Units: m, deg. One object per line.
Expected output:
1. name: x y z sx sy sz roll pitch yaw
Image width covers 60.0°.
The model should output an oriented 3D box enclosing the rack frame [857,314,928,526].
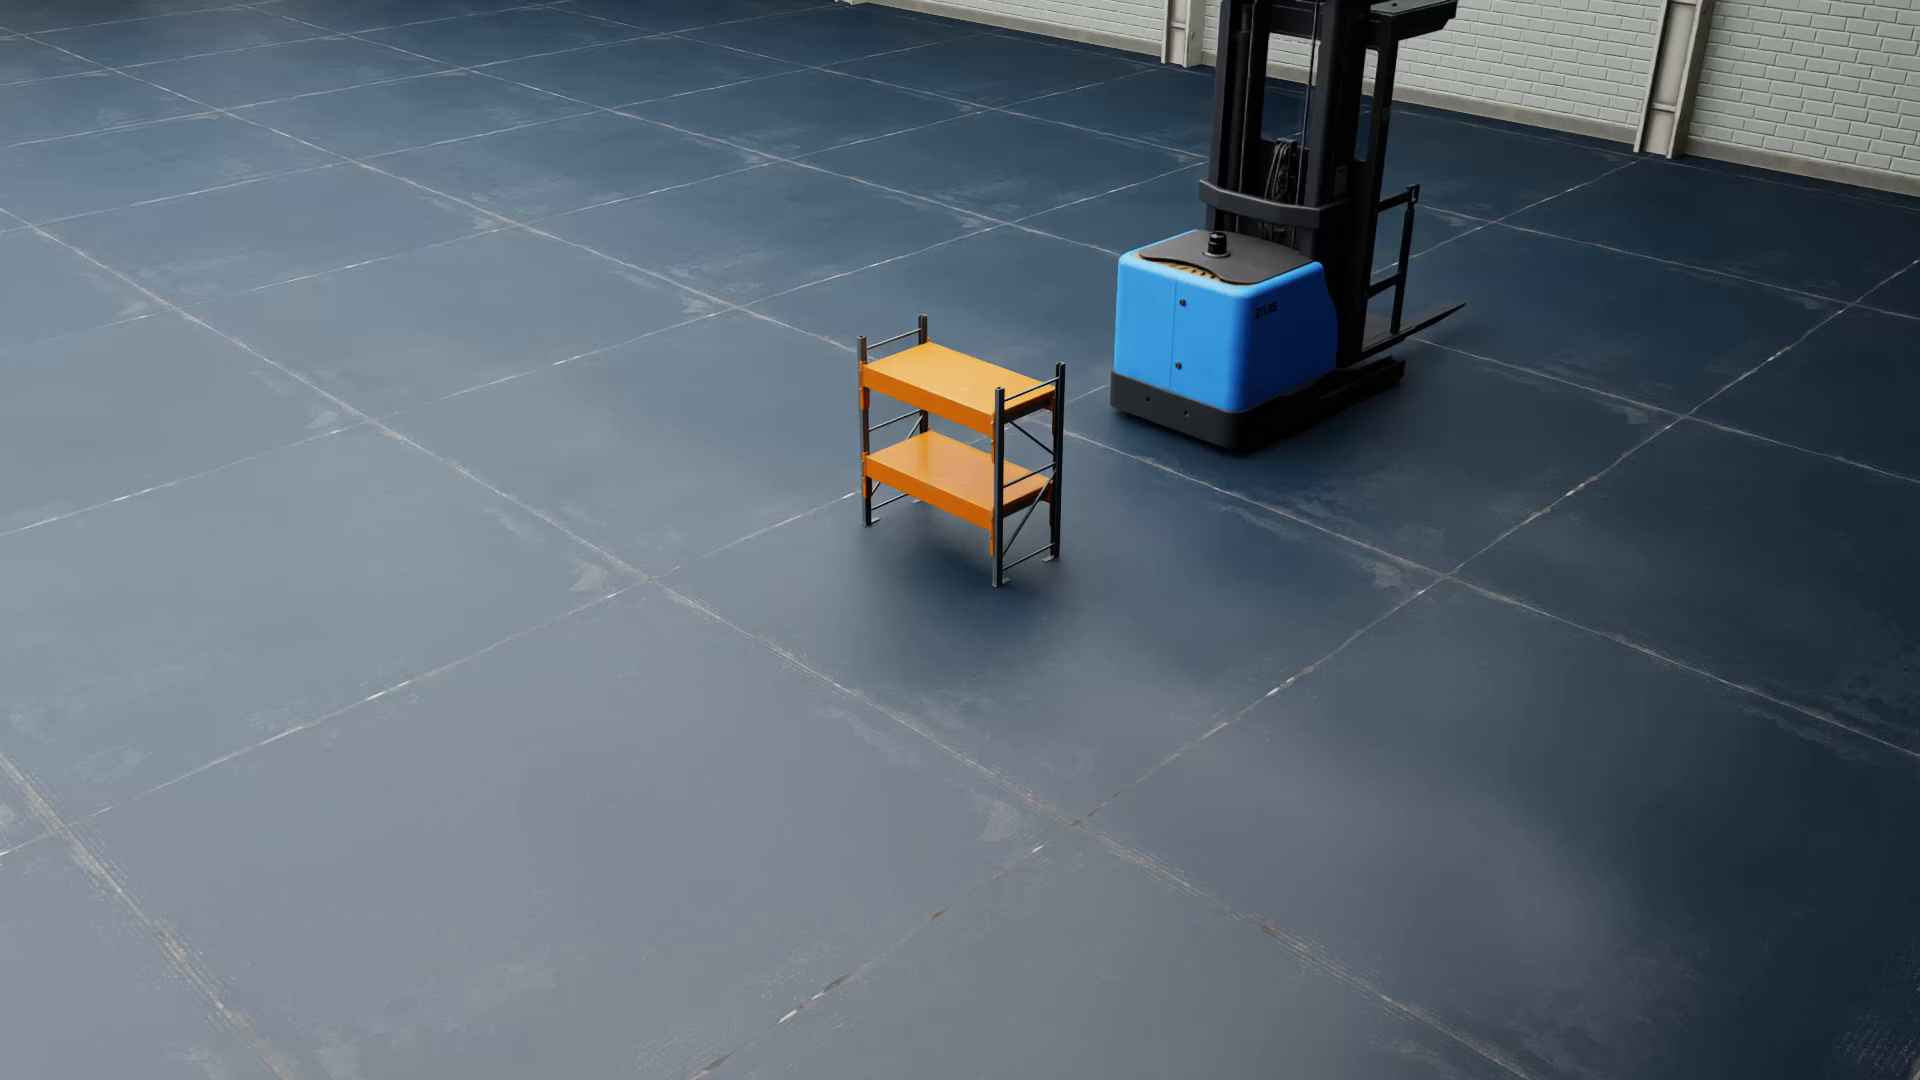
1. rack frame: -0.367 -0.666 9.308 0.032 1.125 0.500 25 36 38

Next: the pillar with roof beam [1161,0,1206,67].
1. pillar with roof beam: -0.309 -8.392 15.540 0.400 9.000 9.100 25 36 38

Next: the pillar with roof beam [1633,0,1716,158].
1. pillar with roof beam: 3.970 -6.434 11.817 0.400 9.000 9.100 25 36 38

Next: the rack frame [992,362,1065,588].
1. rack frame: 0.358 -0.334 8.677 0.032 1.125 0.500 25 36 38

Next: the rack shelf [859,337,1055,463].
1. rack shelf: -0.005 -0.759 8.856 1.000 0.278 0.538 25 36 38

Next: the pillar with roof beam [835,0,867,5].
1. pillar with roof beam: -4.587 -10.349 19.263 0.400 9.000 9.100 25 36 38

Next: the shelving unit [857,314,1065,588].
1. shelving unit: -0.005 -0.500 8.992 1.048 1.125 0.538 25 36 38

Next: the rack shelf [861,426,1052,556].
1. rack shelf: -0.005 -0.284 9.106 1.000 0.278 0.538 25 36 38

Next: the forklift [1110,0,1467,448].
1. forklift: 2.368 -2.442 10.744 3.031 2.935 1.130 -25 37 -39
